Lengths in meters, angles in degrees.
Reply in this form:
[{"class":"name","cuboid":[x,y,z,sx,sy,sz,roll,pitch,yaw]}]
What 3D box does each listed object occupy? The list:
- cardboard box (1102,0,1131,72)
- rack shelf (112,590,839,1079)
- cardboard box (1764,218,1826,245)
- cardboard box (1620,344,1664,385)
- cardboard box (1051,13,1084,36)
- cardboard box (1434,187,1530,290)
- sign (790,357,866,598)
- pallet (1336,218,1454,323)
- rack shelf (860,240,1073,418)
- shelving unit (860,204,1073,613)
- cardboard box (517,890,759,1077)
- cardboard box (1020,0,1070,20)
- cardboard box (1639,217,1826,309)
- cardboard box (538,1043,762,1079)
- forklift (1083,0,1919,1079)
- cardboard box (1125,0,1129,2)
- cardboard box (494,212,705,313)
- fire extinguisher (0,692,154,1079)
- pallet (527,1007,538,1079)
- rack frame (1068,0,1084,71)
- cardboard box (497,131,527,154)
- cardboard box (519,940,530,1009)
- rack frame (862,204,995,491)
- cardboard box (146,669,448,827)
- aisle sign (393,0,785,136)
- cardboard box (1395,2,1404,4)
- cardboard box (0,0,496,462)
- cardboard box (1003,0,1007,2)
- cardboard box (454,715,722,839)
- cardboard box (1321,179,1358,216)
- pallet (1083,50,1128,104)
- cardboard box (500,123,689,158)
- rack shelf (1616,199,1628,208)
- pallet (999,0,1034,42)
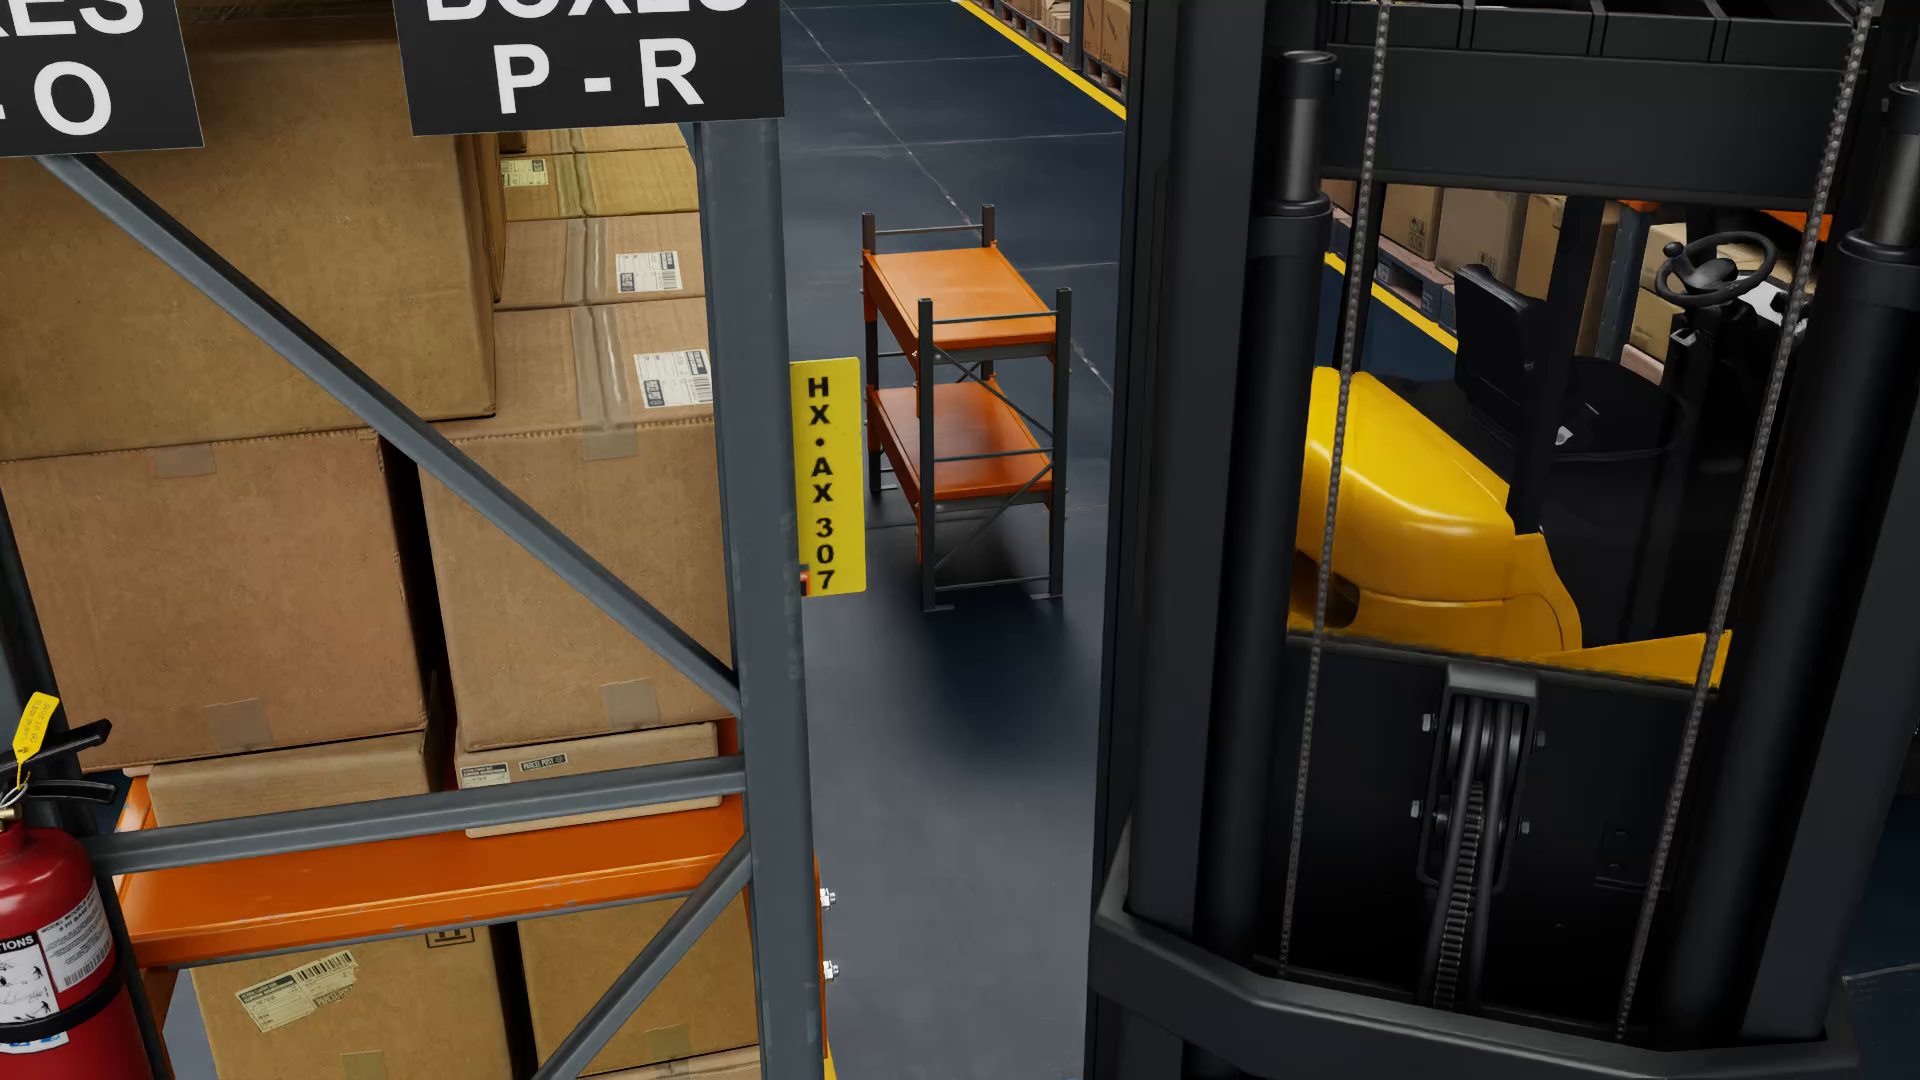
[{"class":"cardboard box","cuboid":[1.449,-4.010,13.174,0.500,0.500,0.500,-6,27,-12]},{"class":"rack shelf","cuboid":[-1.152,-0.189,4.095,1.077,0.370,4.000,-6,27,-12]},{"class":"cardboard box","cuboid":[3.532,-1.104,6.585,0.500,0.250,0.500,-5,27,-11]},{"class":"cardboard box","cuboid":[3.019,-0.608,6.712,0.500,0.250,0.500,-6,27,-11]},{"class":"cardboard box","cuboid":[1.018,-4.536,14.605,0.380,0.149,0.250,-7,28,-13]},{"class":"cardboard box","cuboid":[2.936,-1.591,8.243,0.875,0.625,0.625,-6,27,-12]},{"class":"sign","cuboid":[-0.173,-0.074,2.107,0.100,0.325,0.005,-6,27,-12]},{"class":"pallet","cuboid":[2.750,-1.506,8.999,1.003,0.211,1.213,-6,27,-12]},{"class":"rack shelf","cuboid":[-0.002,-0.766,5.871,0.538,0.278,1.000,-6,27,-12]},{"class":"shelving unit","cuboid":[-0.002,-0.505,6.002,0.538,1.125,1.048,-6,27,-12]},{"class":"cardboard box","cuboid":[-0.620,0.680,3.327,0.500,0.500,0.500,-7,28,-13]},{"class":"cardboard box","cuboid":[0.962,-5.121,15.375,0.700,0.500,0.500,-7,28,-14]},{"class":"cardboard box","cuboid":[3.036,-1.056,6.490,0.500,0.250,0.500,-6,27,-12]},{"class":"cardboard box","cuboid":[-0.614,1.025,3.475,0.500,0.250,0.500,-6,27,-12]},{"class":"forklift","cuboid":[0.817,0.176,2.649,1.130,2.935,3.031,7,28,14]},{"class":"cardboard box","cuboid":[1.458,-4.358,13.143,0.380,0.149,0.250,-7,28,-14]},{"class":"cardboard box","cuboid":[-0.658,-0.273,3.021,0.500,0.500,0.500,-5,27,-10]},{"class":"fire extinguisher","cuboid":[-1.125,0.499,2.018,0.296,0.674,0.183,-6,27,-12]},{"class":"pallet","cuboid":[-0.867,1.219,3.601,1.003,0.211,1.213,-6,27,-12]},{"class":"rack frame","cuboid":[1.429,-5.406,13.632,1.000,3.000,0.127,-6,27,-12]},{"class":"cardboard box","cuboid":[-1.328,-1.128,3.605,0.700,0.500,0.500,-6,27,-12]},{"class":"cardboard box","cuboid":[-1.255,0.852,3.819,0.500,0.250,0.500,-6,27,-11]},{"class":"rack frame","cuboid":[-0.116,-0.728,6.445,0.500,1.125,0.032,-6,27,-12]},{"class":"cardboard box","cuboid":[-0.994,0.337,2.532,0.380,0.149,0.250,-5,27,-10]},{"class":"aisle sign","cuboid":[-0.385,-0.797,1.616,0.394,0.787,0.004,-6,27,-12]},{"class":"cardboard box","cuboid":[2.539,-2.689,8.415,0.500,0.250,0.500,-5,27,-10]},{"class":"cardboard box","cuboid":[-1.029,-0.458,2.279,0.700,0.500,0.500,-7,28,-13]},{"class":"cardboard box","cuboid":[0.728,-5.577,16.278,0.700,0.500,0.500,-5,27,-9]},{"class":"cardboard box","cuboid":[-0.576,0.309,2.587,0.380,0.149,0.250,-6,27,-11]},{"class":"cardboard box","cuboid":[2.613,-2.216,9.482,0.875,0.625,0.625,-5,27,-10]},{"class":"pallet","cuboid":[1.650,-3.808,13.561,1.003,0.211,1.213,-6,27,-12]},{"class":"cardboard box","cuboid":[-0.896,-0.719,3.905,0.500,0.500,0.500,-7,28,-13]},{"class":"rack shelf","cuboid":[2.782,-2.451,8.576,1.077,0.370,4.000,-6,27,-12]},{"class":"pallet","cuboid":[0.997,-5.000,15.921,1.003,0.211,1.213,-6,27,-12]}]
